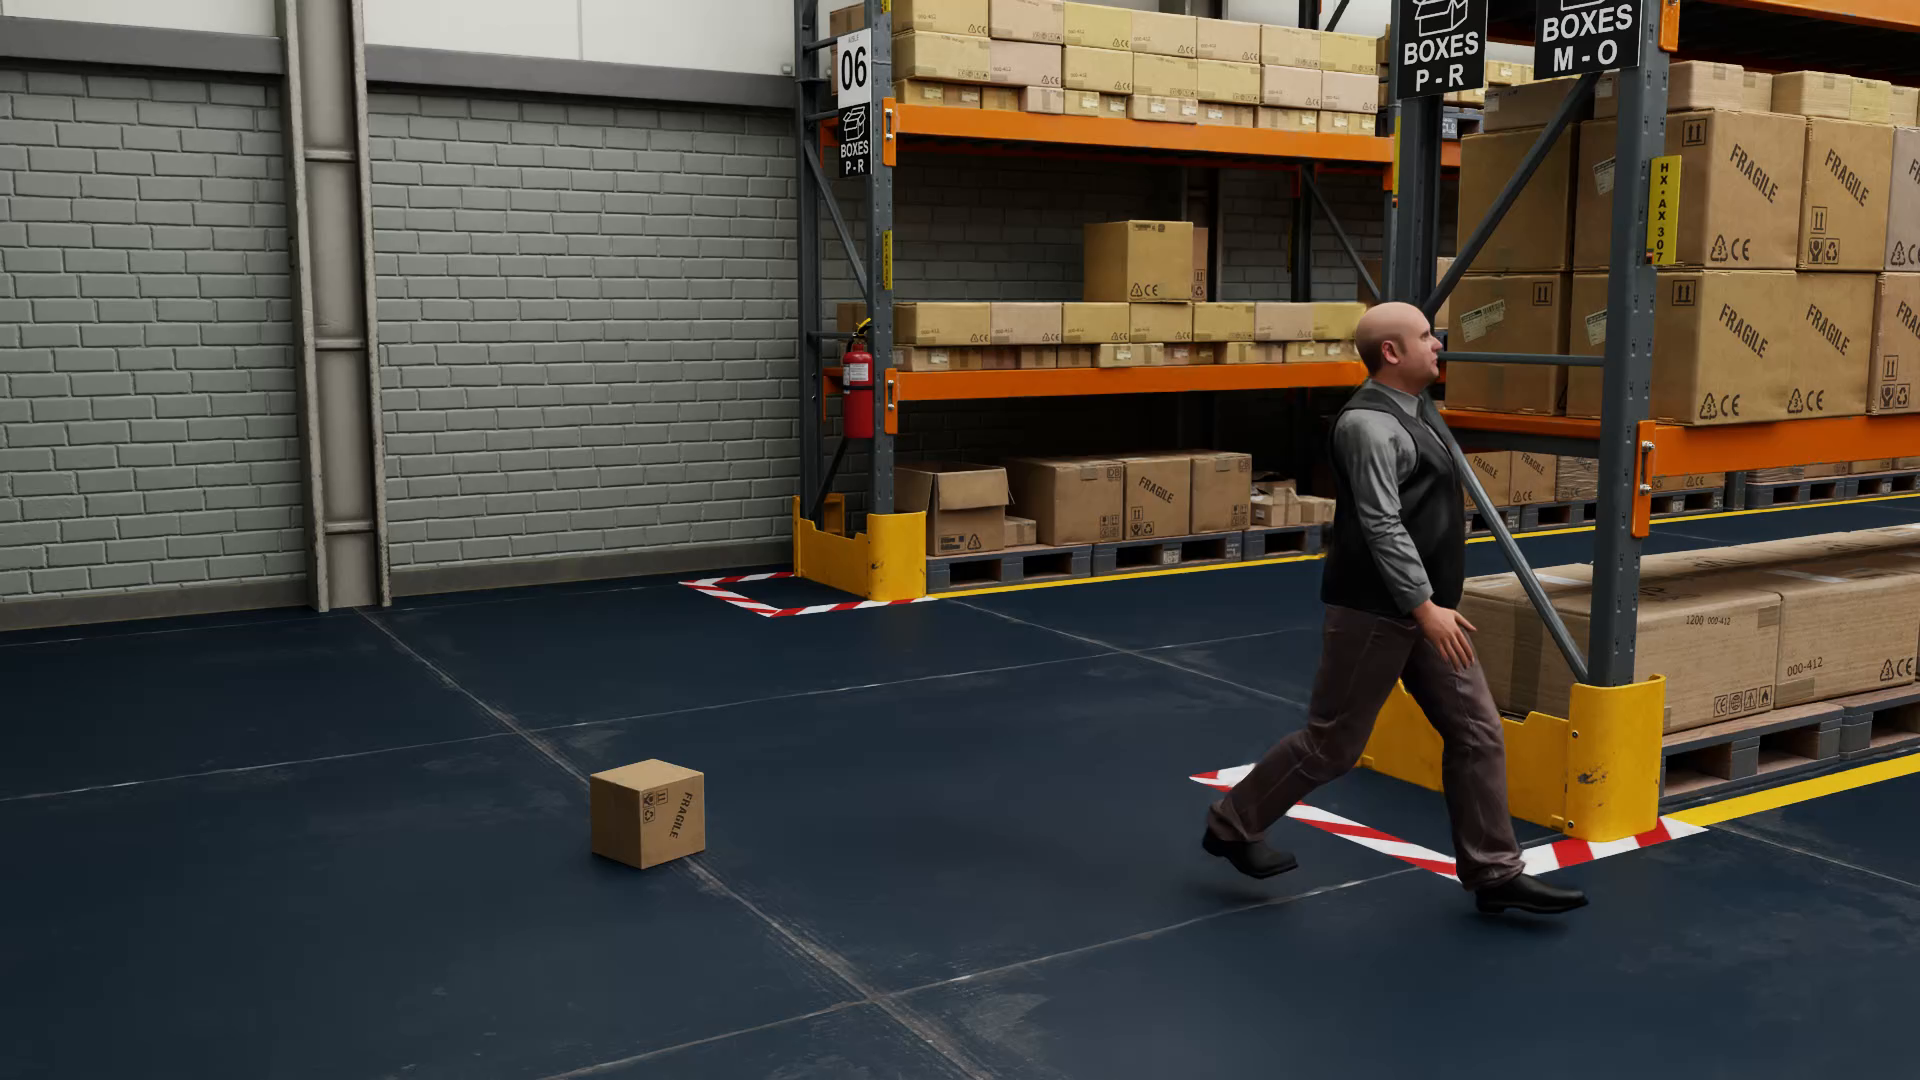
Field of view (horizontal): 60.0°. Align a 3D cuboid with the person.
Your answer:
[{"bbox_3d":[1.198,0.193,4.564,1.044,1.676,0.540,5,9,31],"label":"person"}]
